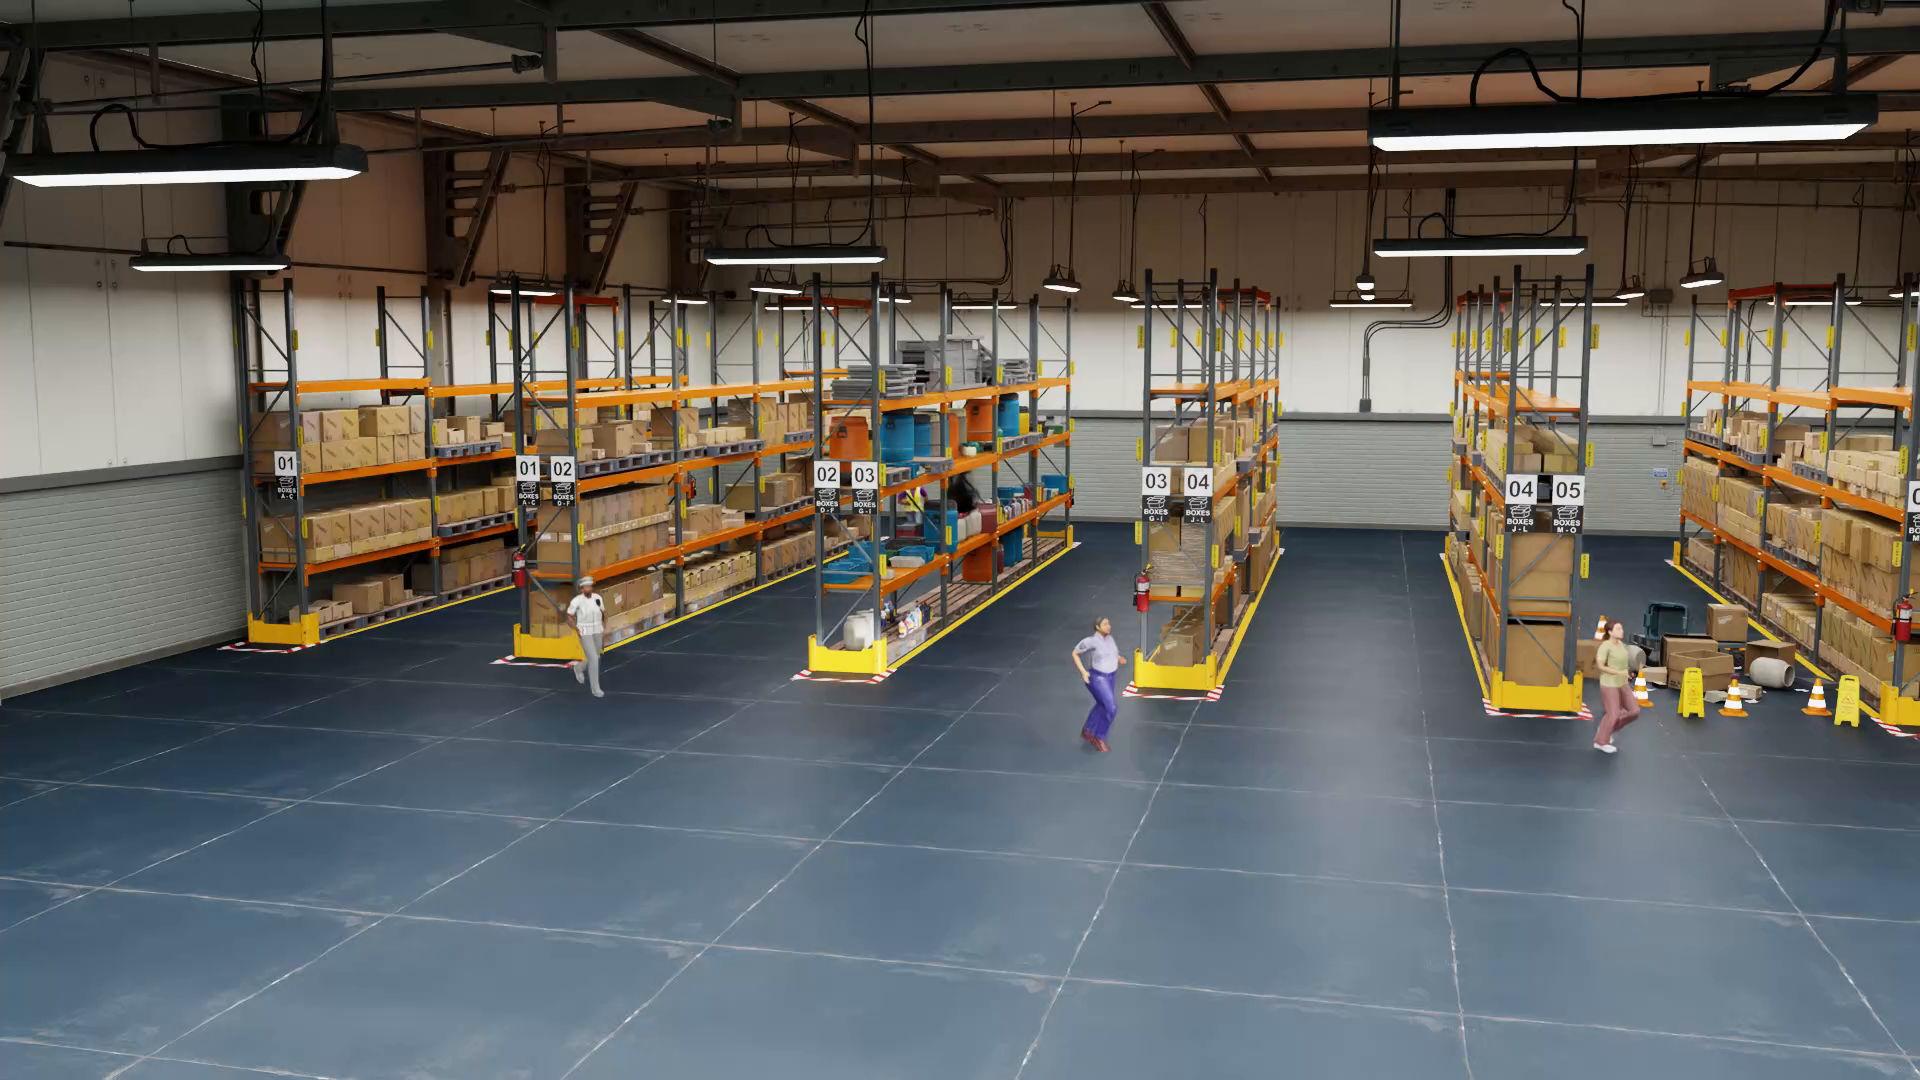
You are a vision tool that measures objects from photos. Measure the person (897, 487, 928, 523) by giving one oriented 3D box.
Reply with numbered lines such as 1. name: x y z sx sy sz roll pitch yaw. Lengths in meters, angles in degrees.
1. person: -1.140 -0.636 39.858 0.732 1.841 0.683 0 7 -1

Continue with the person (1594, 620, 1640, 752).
1. person: 7.976 1.778 20.199 0.567 1.627 0.540 -4 8 -31

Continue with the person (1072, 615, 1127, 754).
1. person: 1.736 1.765 20.359 0.716 1.693 0.574 5 9 39

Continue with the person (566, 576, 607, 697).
1. person: -5.294 1.343 23.697 0.574 1.702 0.783 -6 9 -41
